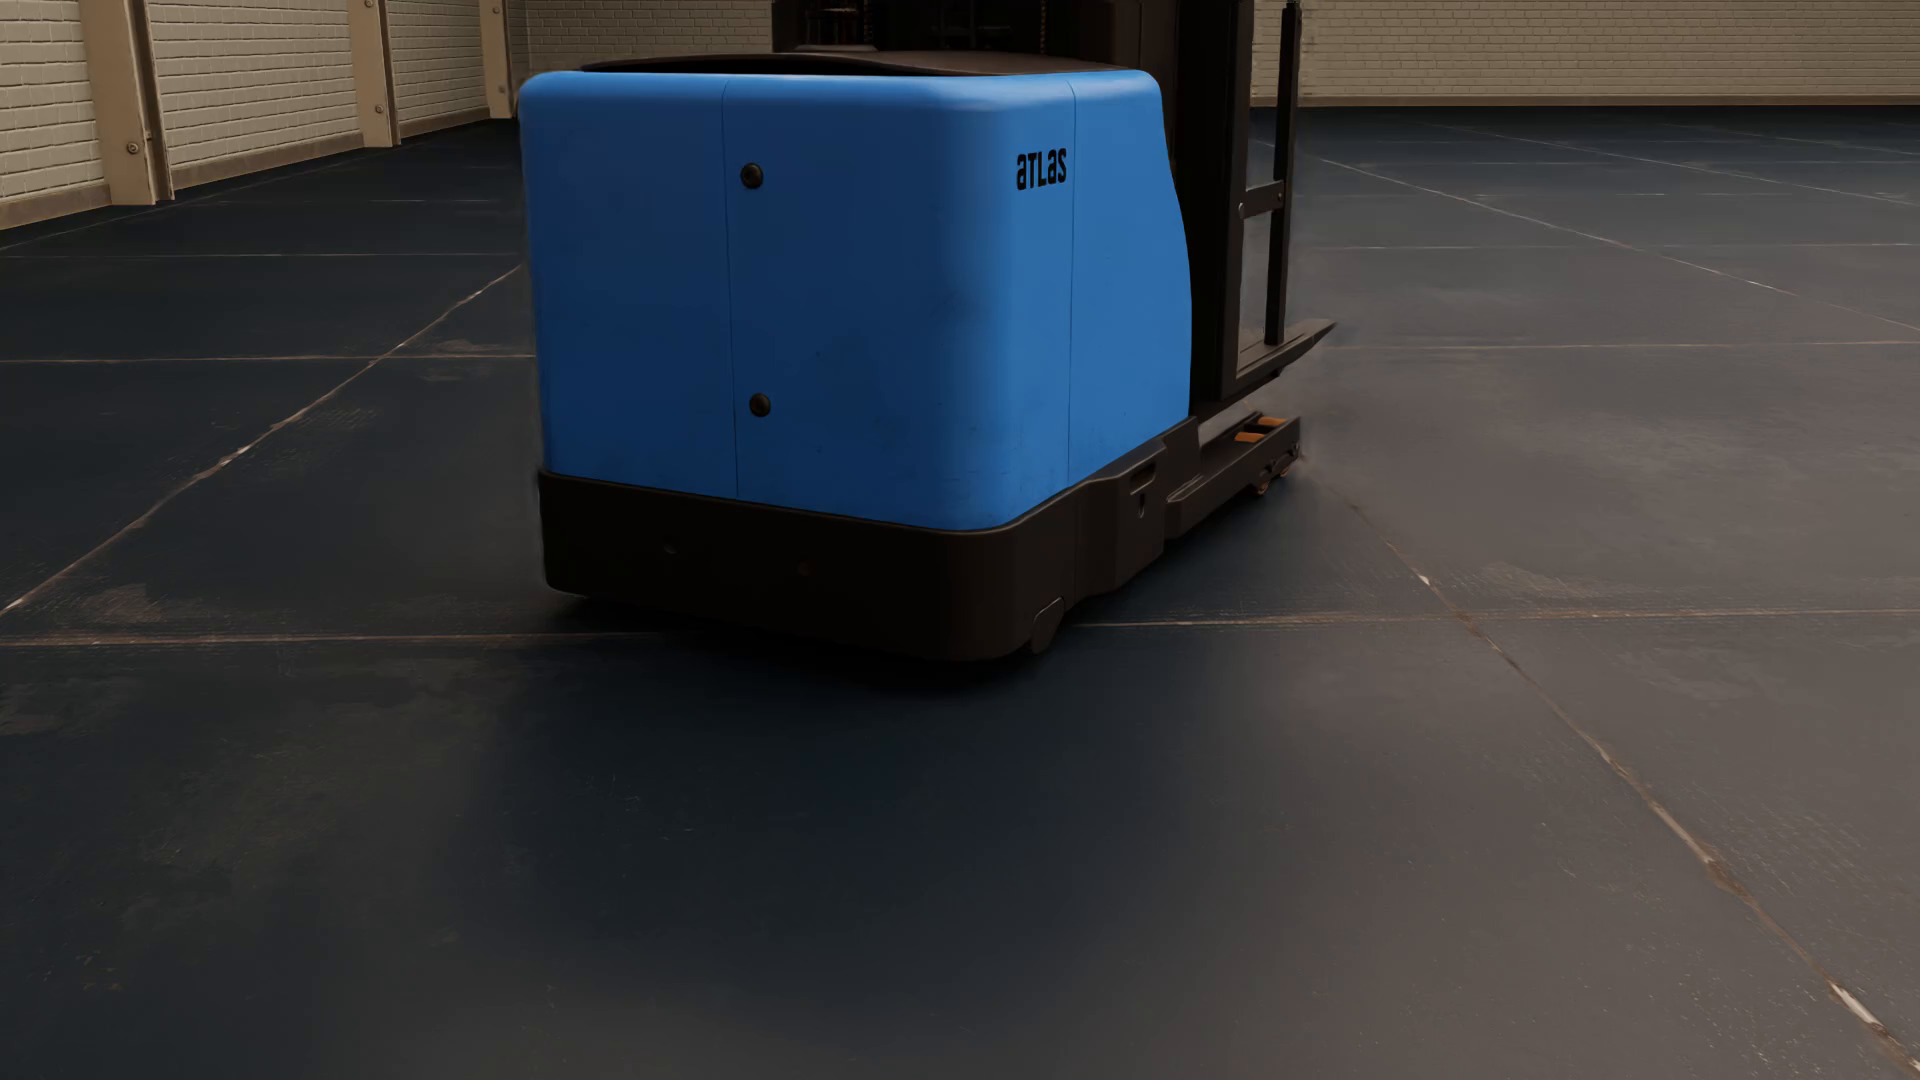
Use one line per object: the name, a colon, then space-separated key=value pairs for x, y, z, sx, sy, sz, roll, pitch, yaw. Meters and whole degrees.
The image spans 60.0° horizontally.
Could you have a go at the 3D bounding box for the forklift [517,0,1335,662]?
forklift: x=0.265 y=-1.568 z=4.034 sx=1.130 sy=2.935 sz=3.031 roll=8 pitch=19 yaw=26
